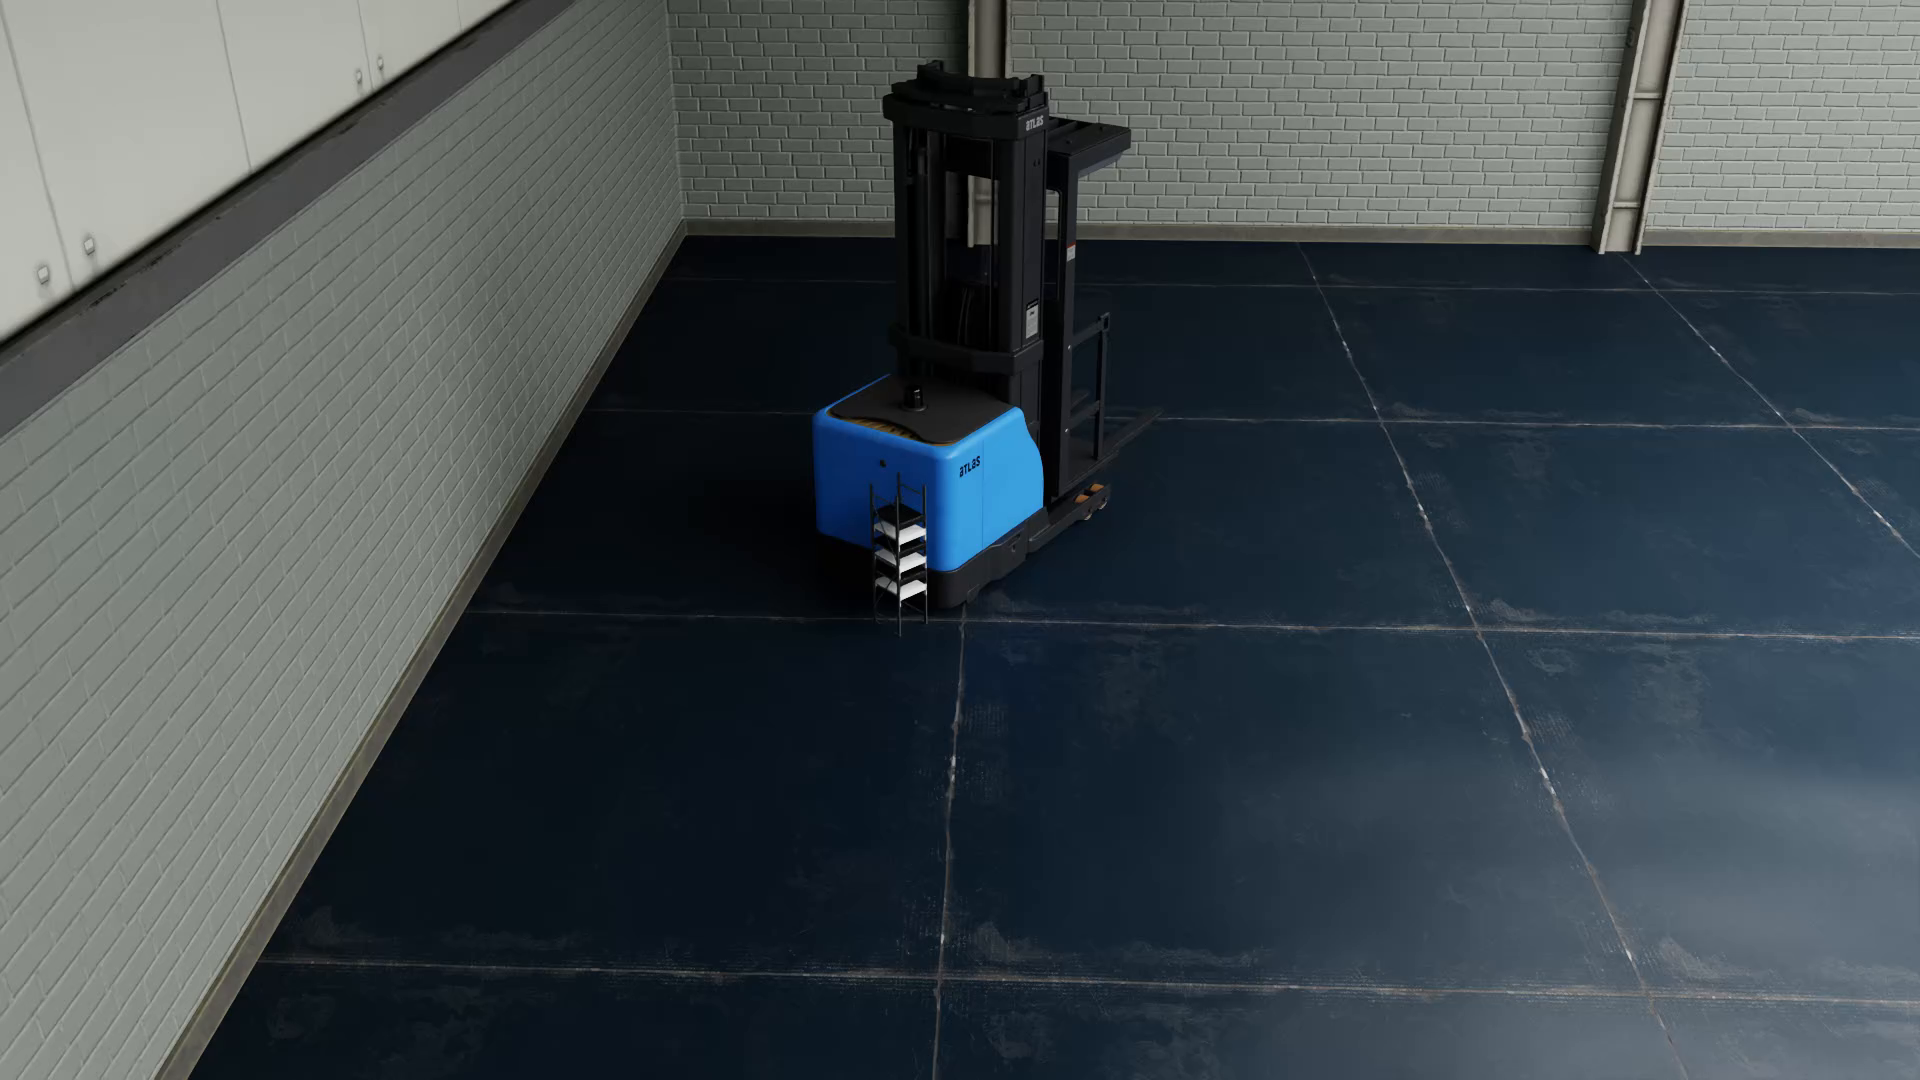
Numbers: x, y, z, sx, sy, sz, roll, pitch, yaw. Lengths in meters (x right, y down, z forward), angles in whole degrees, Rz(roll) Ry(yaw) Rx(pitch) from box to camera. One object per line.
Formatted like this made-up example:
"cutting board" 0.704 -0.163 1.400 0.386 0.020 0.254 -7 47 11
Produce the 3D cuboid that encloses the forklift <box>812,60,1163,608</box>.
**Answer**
"forklift" 0.346 -1.537 10.446 1.130 2.935 3.031 17 33 29

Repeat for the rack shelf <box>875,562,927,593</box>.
"rack shelf" -0.350 0.196 9.609 0.200 0.077 0.258 -23 36 -36

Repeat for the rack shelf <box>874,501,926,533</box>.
"rack shelf" -0.350 -0.122 9.440 0.200 0.077 0.258 -23 36 -36

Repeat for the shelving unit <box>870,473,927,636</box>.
"shelving unit" -0.350 0.087 9.551 0.210 0.900 0.258 -23 36 -36

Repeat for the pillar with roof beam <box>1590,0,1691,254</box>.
"pillar with roof beam" 6.119 -4.749 10.027 0.400 9.000 9.100 1 28 2

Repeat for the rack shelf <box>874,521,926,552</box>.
"rack shelf" -0.350 -0.043 9.482 0.200 0.077 0.258 -23 36 -36

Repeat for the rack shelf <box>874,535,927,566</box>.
"rack shelf" -0.350 0.037 9.525 0.200 0.077 0.258 -23 36 -36

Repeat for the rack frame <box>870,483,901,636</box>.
"rack frame" -0.426 0.119 9.491 0.006 0.900 0.240 -23 36 -36

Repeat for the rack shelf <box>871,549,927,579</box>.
"rack shelf" -0.350 0.116 9.567 0.200 0.077 0.258 -23 36 -36

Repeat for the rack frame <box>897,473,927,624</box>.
"rack frame" -0.275 0.055 9.611 0.006 0.900 0.240 -23 36 -36

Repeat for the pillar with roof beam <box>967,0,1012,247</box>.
"pillar with roof beam" 0.122 -4.849 10.214 0.400 9.000 9.100 1 28 2

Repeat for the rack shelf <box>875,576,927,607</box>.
"rack shelf" -0.350 0.275 9.651 0.200 0.077 0.258 -23 36 -36
